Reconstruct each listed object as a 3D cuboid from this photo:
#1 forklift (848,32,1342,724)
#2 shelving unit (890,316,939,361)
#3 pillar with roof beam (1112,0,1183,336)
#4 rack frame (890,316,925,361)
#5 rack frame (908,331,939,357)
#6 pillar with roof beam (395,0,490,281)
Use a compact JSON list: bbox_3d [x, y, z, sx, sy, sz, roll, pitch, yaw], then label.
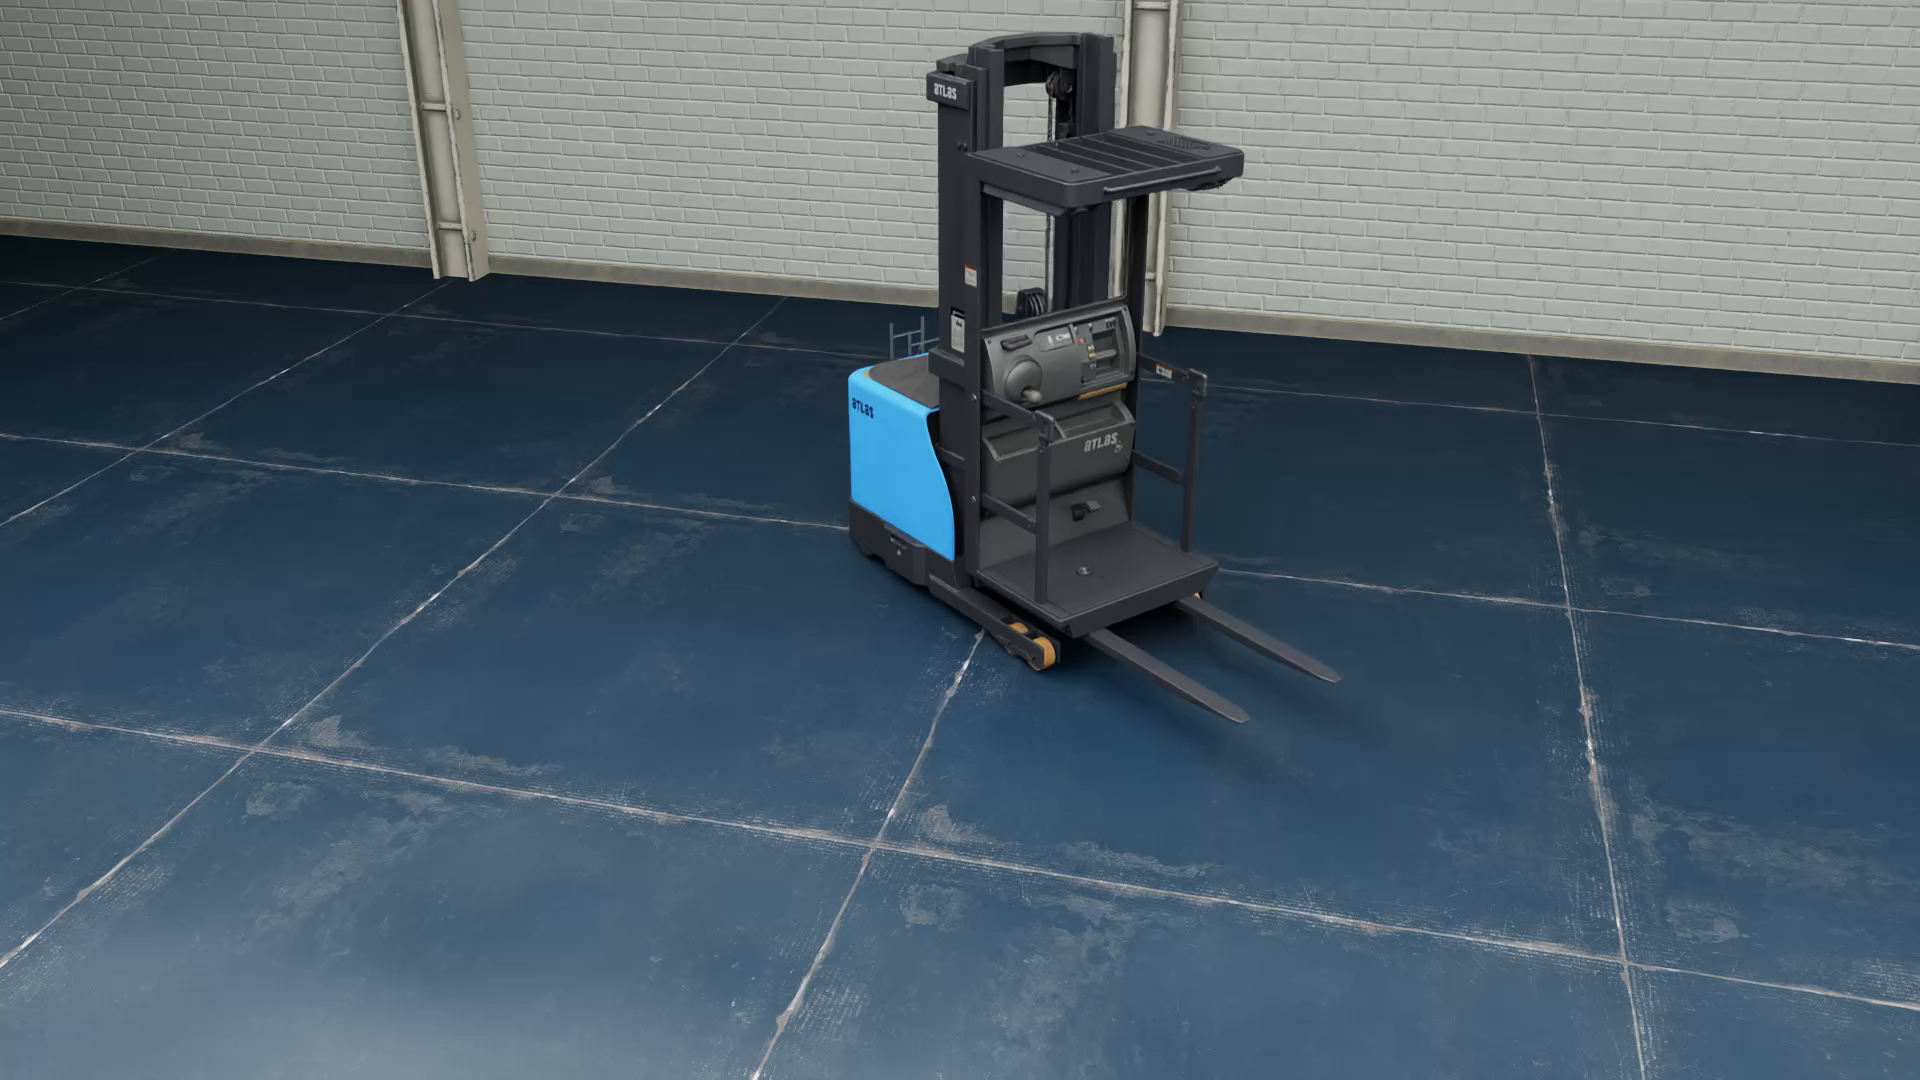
[{"bbox_3d":[0.640,-0.905,8.241,1.130,2.935,3.031,-18,31,-32],"label":"forklift"},{"bbox_3d":[-0.252,-0.703,9.831,0.258,1.200,0.189,-18,31,-32],"label":"shelving unit"},{"bbox_3d":[0.353,-3.967,7.613,0.400,9.000,9.100,6,26,13],"label":"pillar with roof beam"},{"bbox_3d":[-0.306,-0.735,9.897,0.240,1.200,0.006,-18,31,-32],"label":"rack frame"},{"bbox_3d":[-0.198,-0.671,9.764,0.240,1.200,0.006,-18,31,-32],"label":"rack frame"},{"bbox_3d":[-5.457,-4.609,8.962,0.400,9.000,9.100,6,26,13],"label":"pillar with roof beam"}]
